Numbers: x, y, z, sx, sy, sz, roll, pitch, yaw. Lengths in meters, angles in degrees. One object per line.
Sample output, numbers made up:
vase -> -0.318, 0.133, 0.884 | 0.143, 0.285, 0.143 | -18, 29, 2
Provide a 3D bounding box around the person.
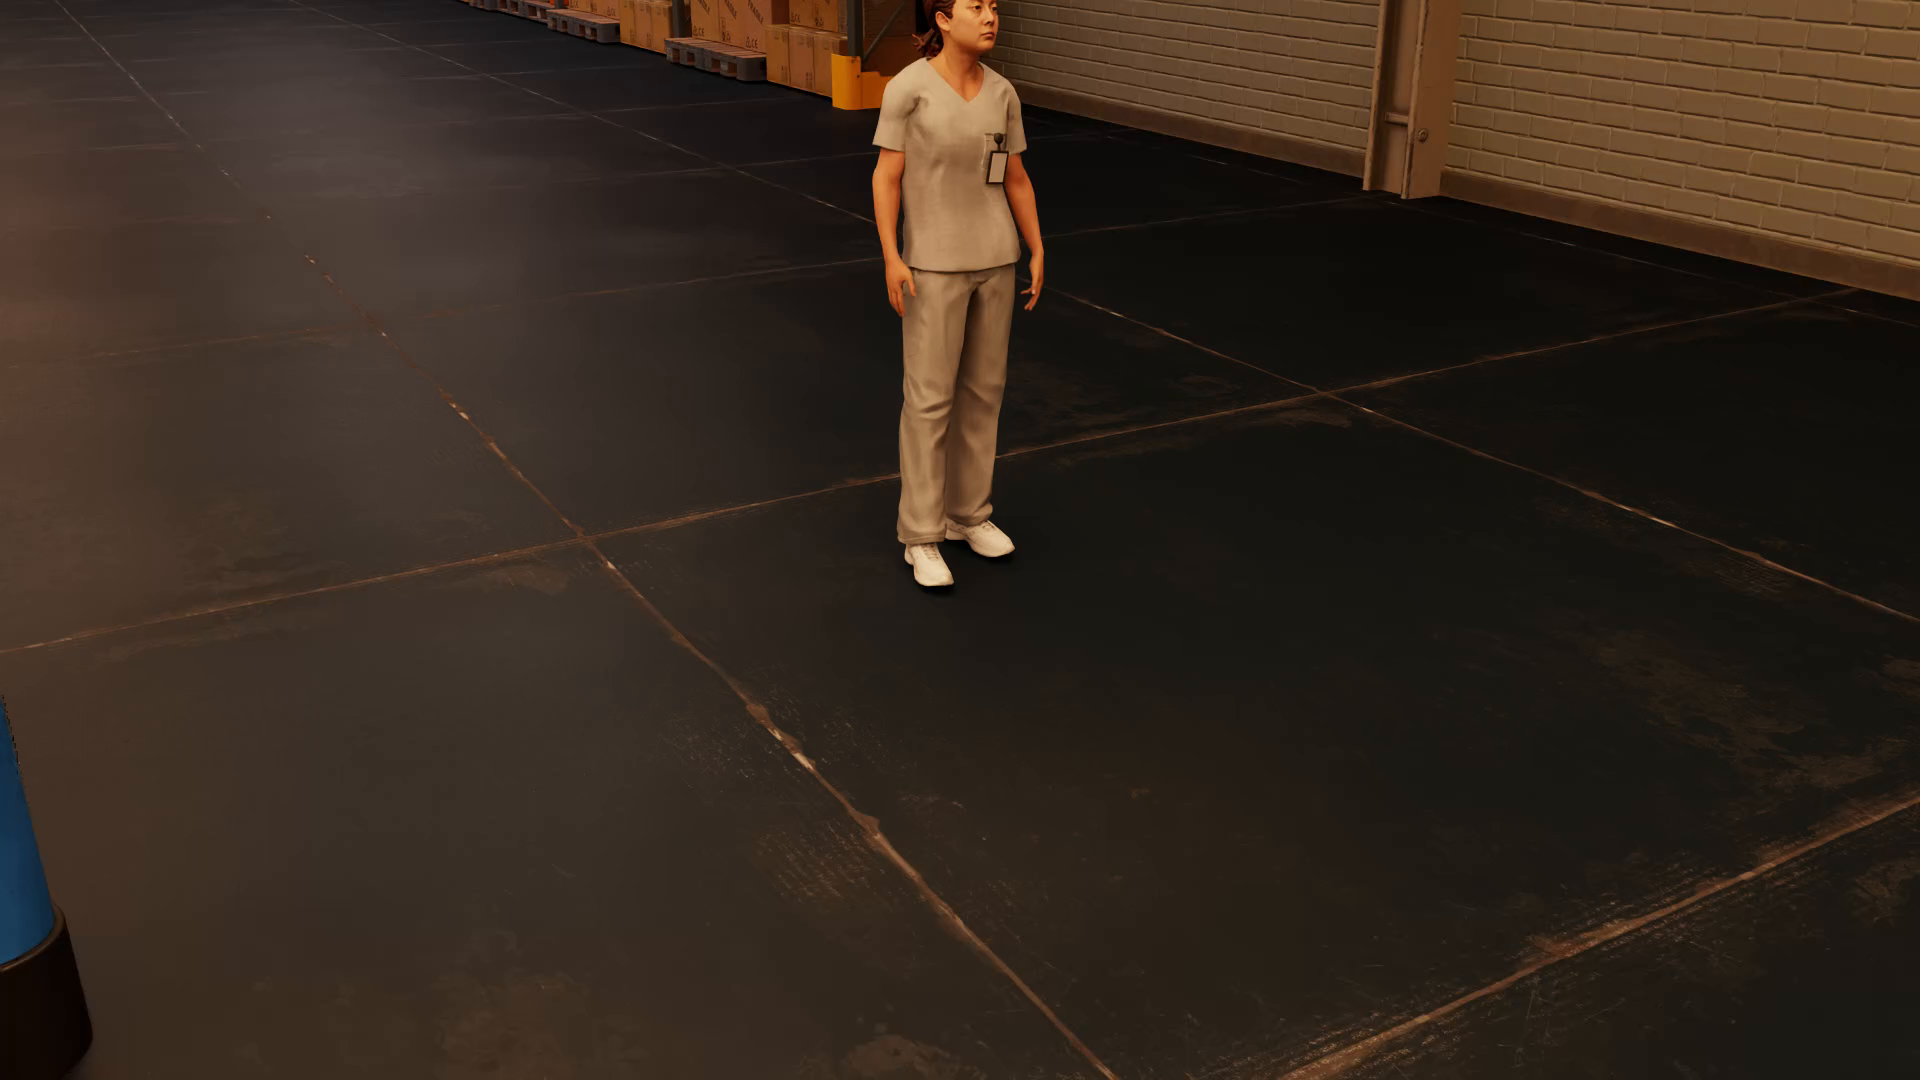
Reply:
person -> 0.025, -0.755, 4.748 | 0.549, 1.673, 0.548 | -12, 25, -28
